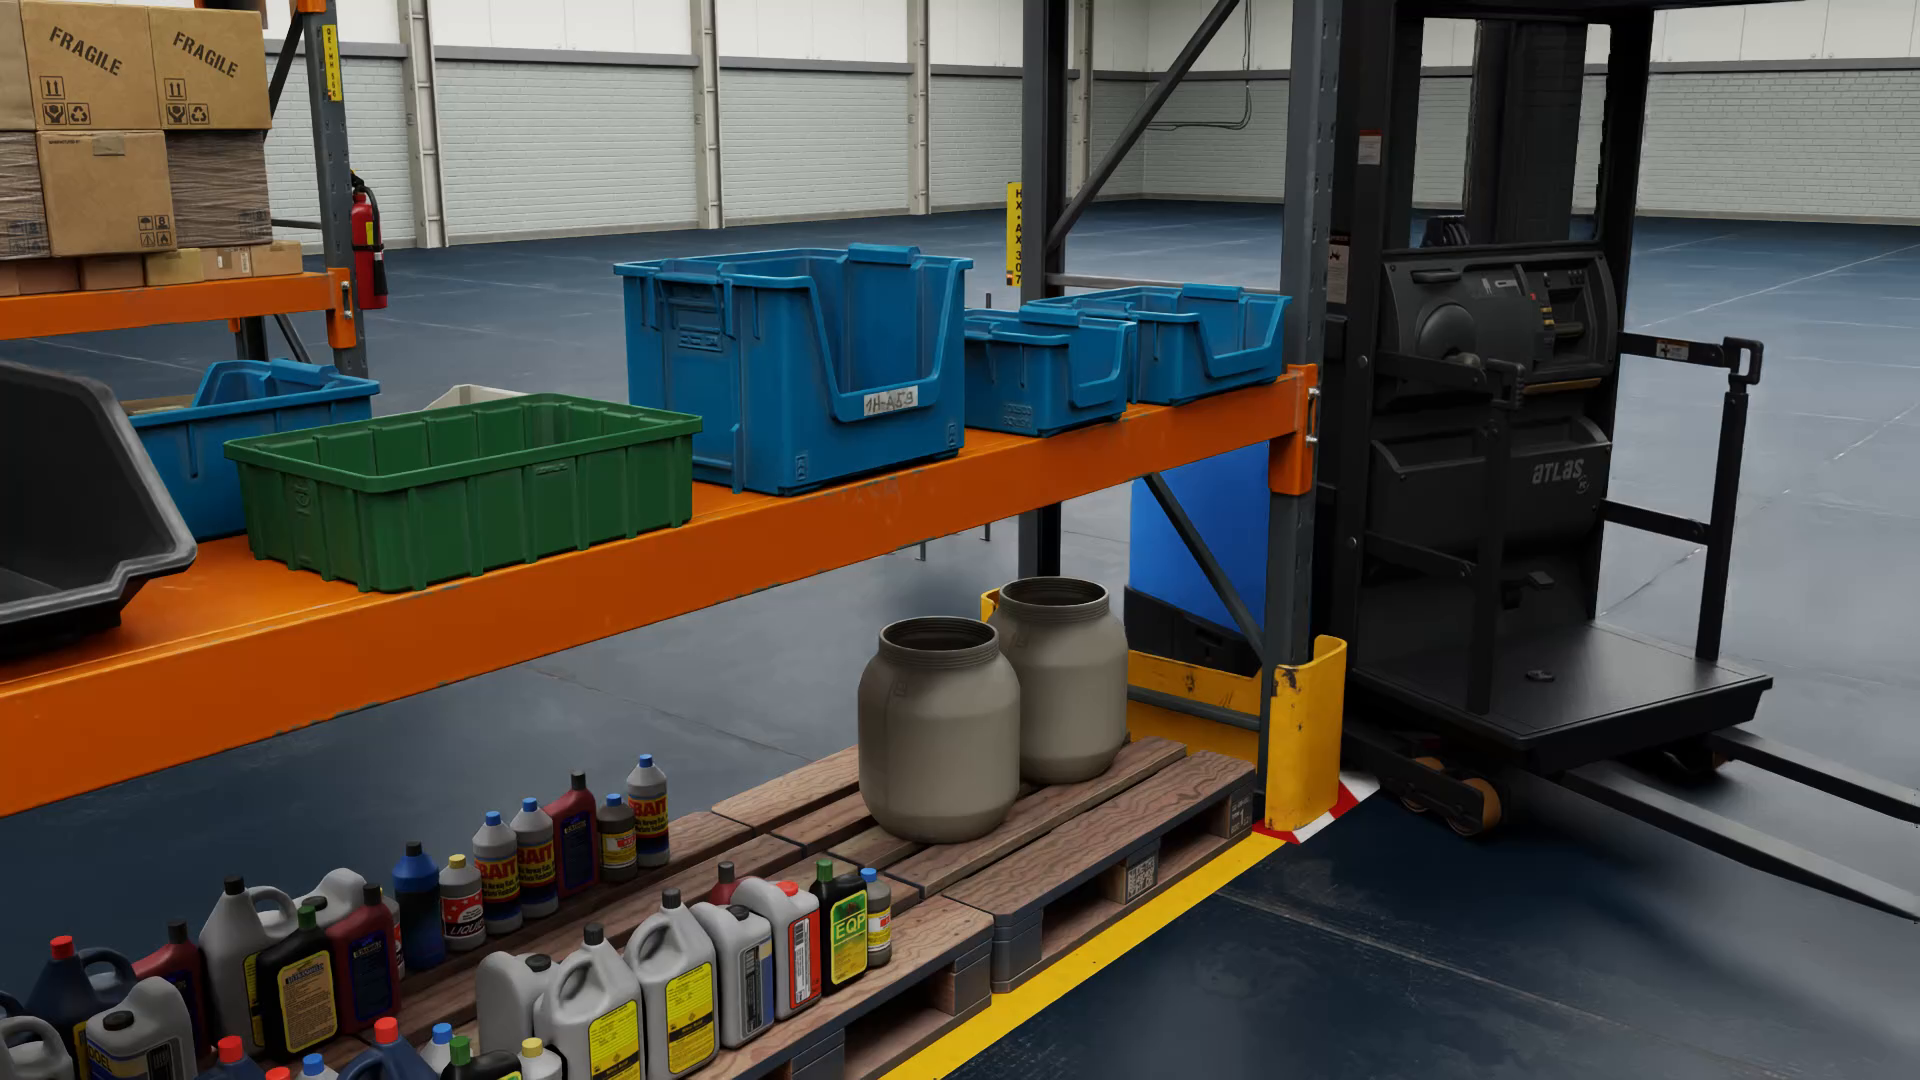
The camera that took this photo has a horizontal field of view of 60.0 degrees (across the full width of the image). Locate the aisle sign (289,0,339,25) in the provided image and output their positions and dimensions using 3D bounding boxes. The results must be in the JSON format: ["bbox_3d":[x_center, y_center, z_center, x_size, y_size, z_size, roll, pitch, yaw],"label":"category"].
[{"bbox_3d":[-2.965,-2.741,7.541,0.394,0.787,0.004,11,18,38],"label":"aisle sign"}]

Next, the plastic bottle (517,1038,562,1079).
[{"bbox_3d":[-0.754,0.983,2.952,0.097,0.201,0.097,0,14,0],"label":"plastic bottle"}]

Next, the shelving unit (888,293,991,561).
[{"bbox_3d":[-0.104,-0.550,7.850,0.258,1.200,0.503,11,18,38],"label":"shelving unit"}]

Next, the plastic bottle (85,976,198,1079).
[{"bbox_3d":[-1.466,0.937,2.980,0.152,0.276,0.135,11,18,38],"label":"plastic bottle"}]

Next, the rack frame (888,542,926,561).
[{"bbox_3d":[-0.257,-0.503,7.666,0.240,1.200,0.015,11,18,38],"label":"rack frame"}]

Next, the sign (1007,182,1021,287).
[{"bbox_3d":[0.190,-0.969,5.284,0.100,0.325,0.005,11,18,38],"label":"sign"}]

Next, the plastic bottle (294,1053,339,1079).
[{"bbox_3d":[-1.071,0.989,2.785,0.097,0.271,0.097,0,14,0],"label":"plastic bottle"}]

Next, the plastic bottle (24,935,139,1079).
[{"bbox_3d":[-1.597,0.883,3.042,0.144,0.351,0.185,10,17,35],"label":"plastic bottle"}]

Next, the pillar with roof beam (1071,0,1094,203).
[{"bbox_3d":[6.257,-11.810,36.334,9.100,9.000,0.400,11,18,38],"label":"pillar with roof beam"}]

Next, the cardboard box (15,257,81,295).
[{"bbox_3d":[-3.889,-1.117,6.937,0.380,0.149,0.250,11,18,38],"label":"cardboard box"}]

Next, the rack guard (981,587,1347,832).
[{"bbox_3d":[0.604,0.484,5.202,1.175,0.500,0.348,11,18,38],"label":"rack guard"}]

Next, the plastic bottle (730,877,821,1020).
[{"bbox_3d":[-0.378,0.821,3.437,0.152,0.276,0.135,11,18,38],"label":"plastic bottle"}]

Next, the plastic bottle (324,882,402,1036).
[{"bbox_3d":[-1.206,0.839,3.350,0.061,0.283,0.133,11,18,38],"label":"plastic bottle"}]

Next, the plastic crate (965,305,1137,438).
[{"bbox_3d":[0.121,-0.412,3.953,0.499,0.251,0.408,11,18,38],"label":"plastic crate"}]

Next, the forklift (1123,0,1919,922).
[{"bbox_3d":[1.771,-0.697,4.915,1.130,2.935,3.031,-8,16,-28],"label":"forklift"}]

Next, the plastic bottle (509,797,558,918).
[{"bbox_3d":[-0.982,0.724,3.827,0.097,0.271,0.097,0,14,0],"label":"plastic bottle"}]

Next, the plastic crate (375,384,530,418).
[{"bbox_3d":[-1.075,-0.206,3.376,0.530,0.136,0.437,11,18,38],"label":"plastic crate"}]

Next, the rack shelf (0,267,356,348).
[{"bbox_3d":[-4.494,-0.784,6.578,1.077,0.370,4.000,11,18,38],"label":"rack shelf"}]

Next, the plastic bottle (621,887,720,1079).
[{"bbox_3d":[-0.566,0.844,3.195,0.144,0.351,0.185,12,19,40],"label":"plastic bottle"}]

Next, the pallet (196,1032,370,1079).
[{"bbox_3d":[-1.444,1.246,2.789,1.003,0.211,1.213,11,18,38],"label":"pallet"}]

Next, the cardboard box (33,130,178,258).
[{"bbox_3d":[-3.825,-1.493,7.100,0.875,0.500,0.500,11,18,38],"label":"cardboard box"}]

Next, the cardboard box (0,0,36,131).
[{"bbox_3d":[-4.016,-1.857,6.504,0.500,0.500,0.500,11,18,38],"label":"cardboard box"}]

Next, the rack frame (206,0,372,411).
[{"bbox_3d":[-3.237,-1.516,7.997,1.000,3.000,0.127,11,18,38],"label":"rack frame"}]

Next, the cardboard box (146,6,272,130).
[{"bbox_3d":[-3.390,-2.049,7.260,0.500,0.500,0.500,11,18,38],"label":"cardboard box"}]

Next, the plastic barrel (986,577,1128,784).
[{"bbox_3d":[0.261,0.391,4.692,0.421,0.512,0.421,0,14,0],"label":"plastic barrel"}]

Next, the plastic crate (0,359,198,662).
[{"bbox_3d":[-1.471,-0.034,2.290,0.767,0.338,0.504,11,18,38],"label":"plastic crate"}]

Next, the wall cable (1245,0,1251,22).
[{"bbox_3d":[7.893,-13.359,38.484,3.097,2.526,0.112,11,18,38],"label":"wall cable"}]

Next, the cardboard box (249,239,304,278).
[{"bbox_3d":[-3.256,-1.307,7.688,0.380,0.149,0.250,11,18,38],"label":"cardboard box"}]

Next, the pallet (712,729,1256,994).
[{"bbox_3d":[0.090,0.779,4.628,1.003,0.211,1.213,11,18,38],"label":"pallet"}]

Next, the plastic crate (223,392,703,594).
[{"bbox_3d":[-0.826,-0.097,2.842,0.450,0.188,0.662,11,18,38],"label":"plastic crate"}]

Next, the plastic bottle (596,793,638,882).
[{"bbox_3d":[-0.832,0.713,4.016,0.097,0.201,0.097,0,14,0],"label":"plastic bottle"}]

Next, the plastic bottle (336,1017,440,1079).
[{"bbox_3d":[-0.950,0.961,2.735,0.144,0.351,0.185,10,18,35],"label":"plastic bottle"}]

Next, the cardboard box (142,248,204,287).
[{"bbox_3d":[-3.530,-1.204,7.280,0.380,0.149,0.250,11,18,38],"label":"cardboard box"}]

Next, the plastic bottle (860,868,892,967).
[{"bbox_3d":[-0.198,0.813,3.619,0.097,0.201,0.097,0,14,0],"label":"plastic bottle"}]

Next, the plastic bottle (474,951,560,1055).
[{"bbox_3d":[-0.814,0.898,3.136,0.152,0.276,0.135,11,18,38],"label":"plastic bottle"}]

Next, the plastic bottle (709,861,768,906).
[{"bbox_3d":[-0.461,0.801,3.500,0.061,0.283,0.133,11,18,38],"label":"plastic bottle"}]

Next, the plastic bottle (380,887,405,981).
[{"bbox_3d":[-1.236,0.836,3.530,0.097,0.201,0.097,0,14,0],"label":"plastic bottle"}]

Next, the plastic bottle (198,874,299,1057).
[{"bbox_3d":[-1.394,0.821,3.286,0.144,0.351,0.185,11,18,37],"label":"plastic bottle"}]

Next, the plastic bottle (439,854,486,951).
[{"bbox_3d":[-1.107,0.797,3.685,0.097,0.201,0.097,0,14,0],"label":"plastic bottle"}]

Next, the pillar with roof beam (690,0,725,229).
[{"bbox_3d":[-1.285,-9.511,27.287,9.100,9.000,0.400,11,18,38],"label":"pillar with roof beam"}]
